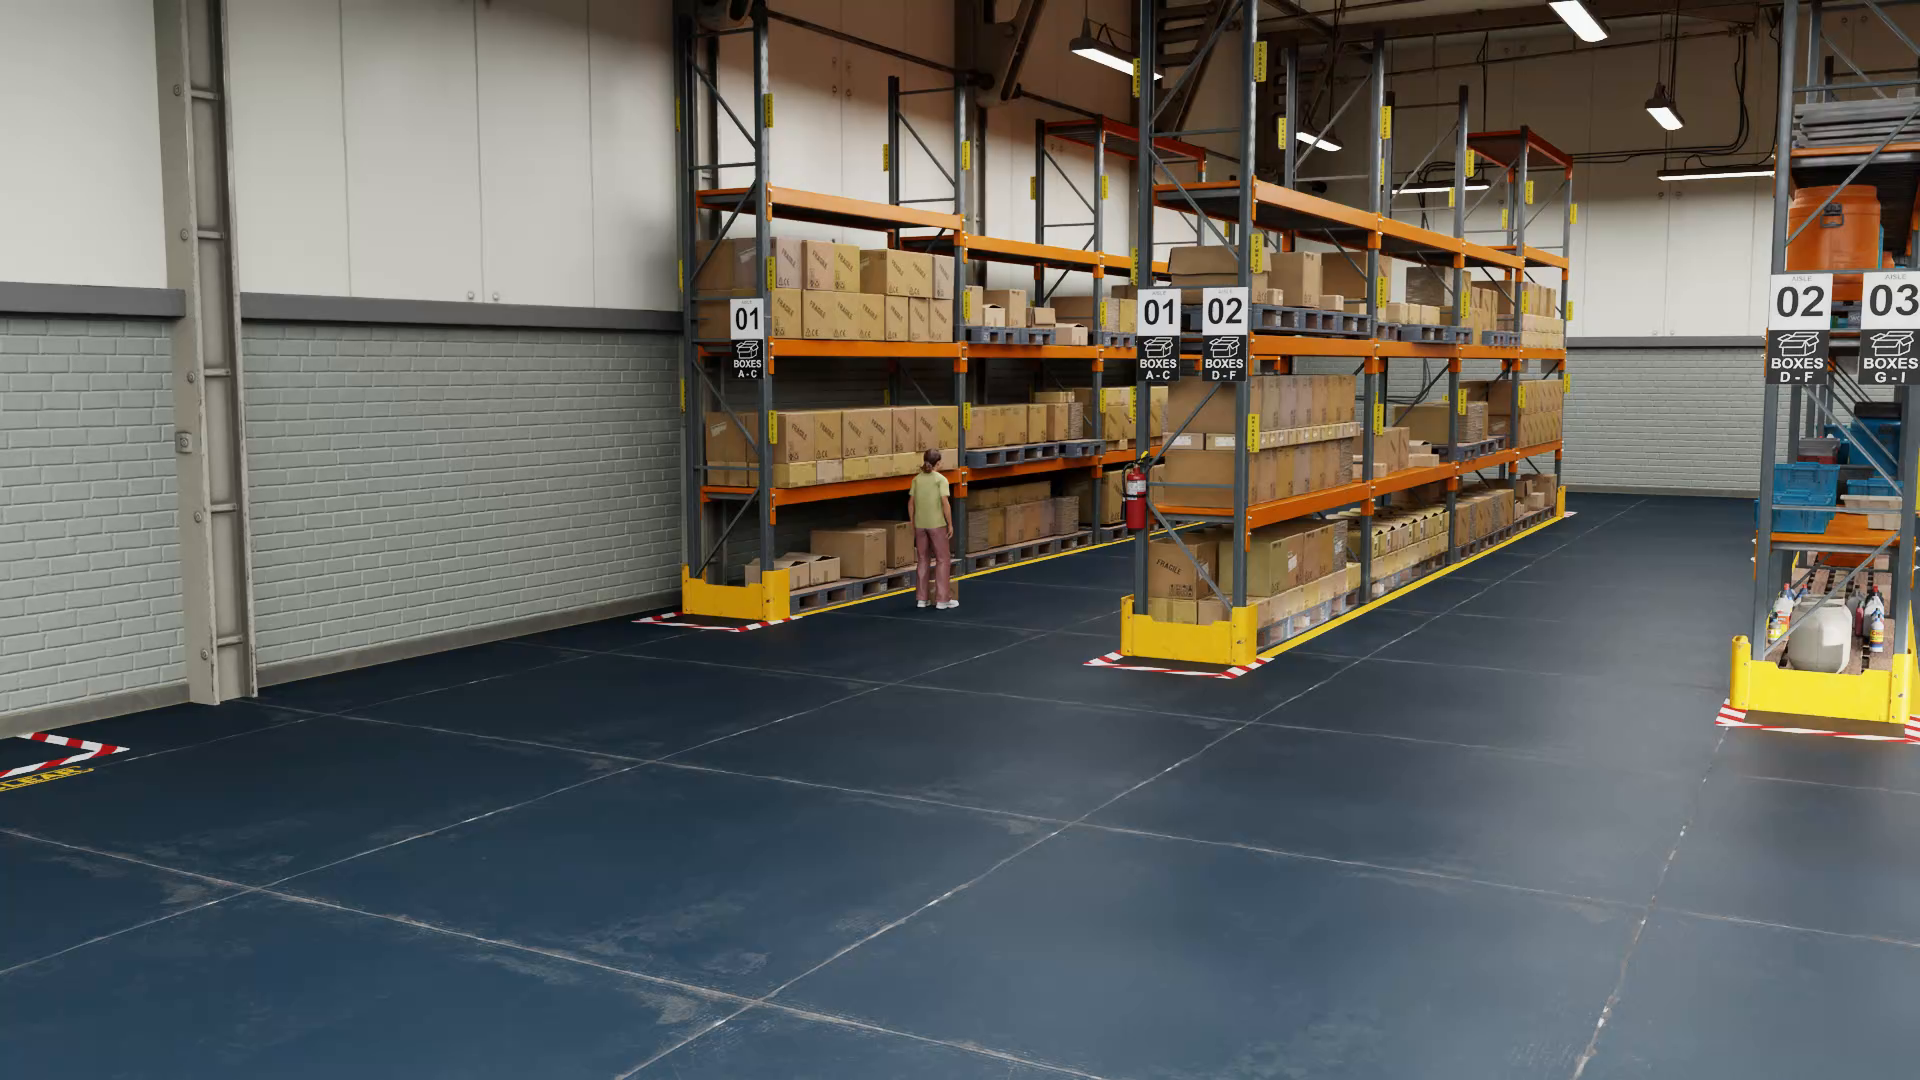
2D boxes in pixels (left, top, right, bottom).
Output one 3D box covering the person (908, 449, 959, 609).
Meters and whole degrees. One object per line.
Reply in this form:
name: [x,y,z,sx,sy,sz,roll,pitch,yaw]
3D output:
person: [-0.297,-0.124,17.506,0.500,1.673,0.353,3,7,28]
